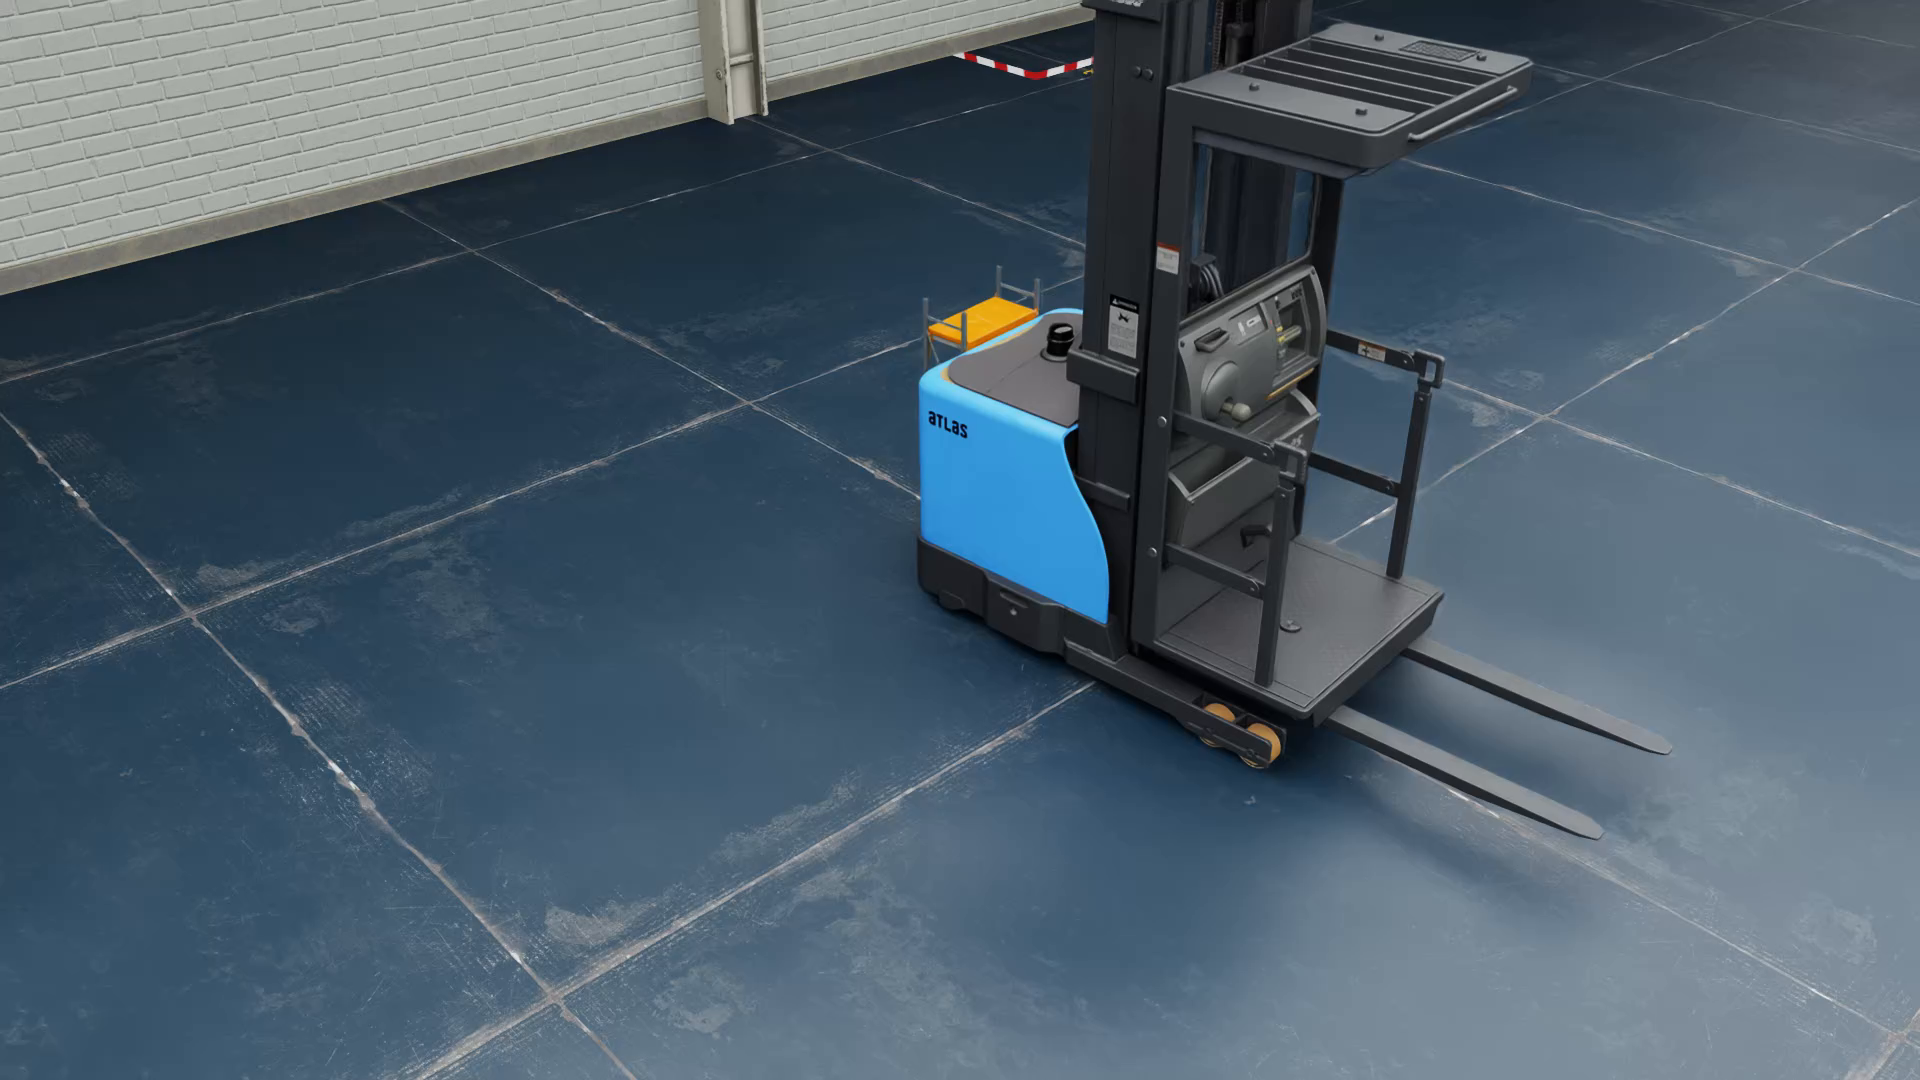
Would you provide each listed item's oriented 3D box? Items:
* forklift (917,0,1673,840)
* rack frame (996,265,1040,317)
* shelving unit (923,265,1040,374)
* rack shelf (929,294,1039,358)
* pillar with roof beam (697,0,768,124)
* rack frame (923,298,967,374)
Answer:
[{"bbox_3d":[1.254,-0.693,6.074,3.031,2.935,1.130,25,39,34],"label":"forklift"},{"bbox_3d":[0.257,-0.677,7.707,0.240,1.200,0.015,25,39,34],"label":"rack frame"},{"bbox_3d":[0.096,-0.582,7.551,0.258,1.200,0.503,25,39,34],"label":"shelving unit"},{"bbox_3d":[0.096,-0.917,7.346,0.258,0.148,0.480,25,39,34],"label":"rack shelf"},{"bbox_3d":[1.146,-5.595,8.273,0.400,9.000,9.100,-26,40,-35],"label":"pillar with roof beam"},{"bbox_3d":[-0.065,-0.486,7.395,0.240,1.200,0.015,25,39,34],"label":"rack frame"}]
